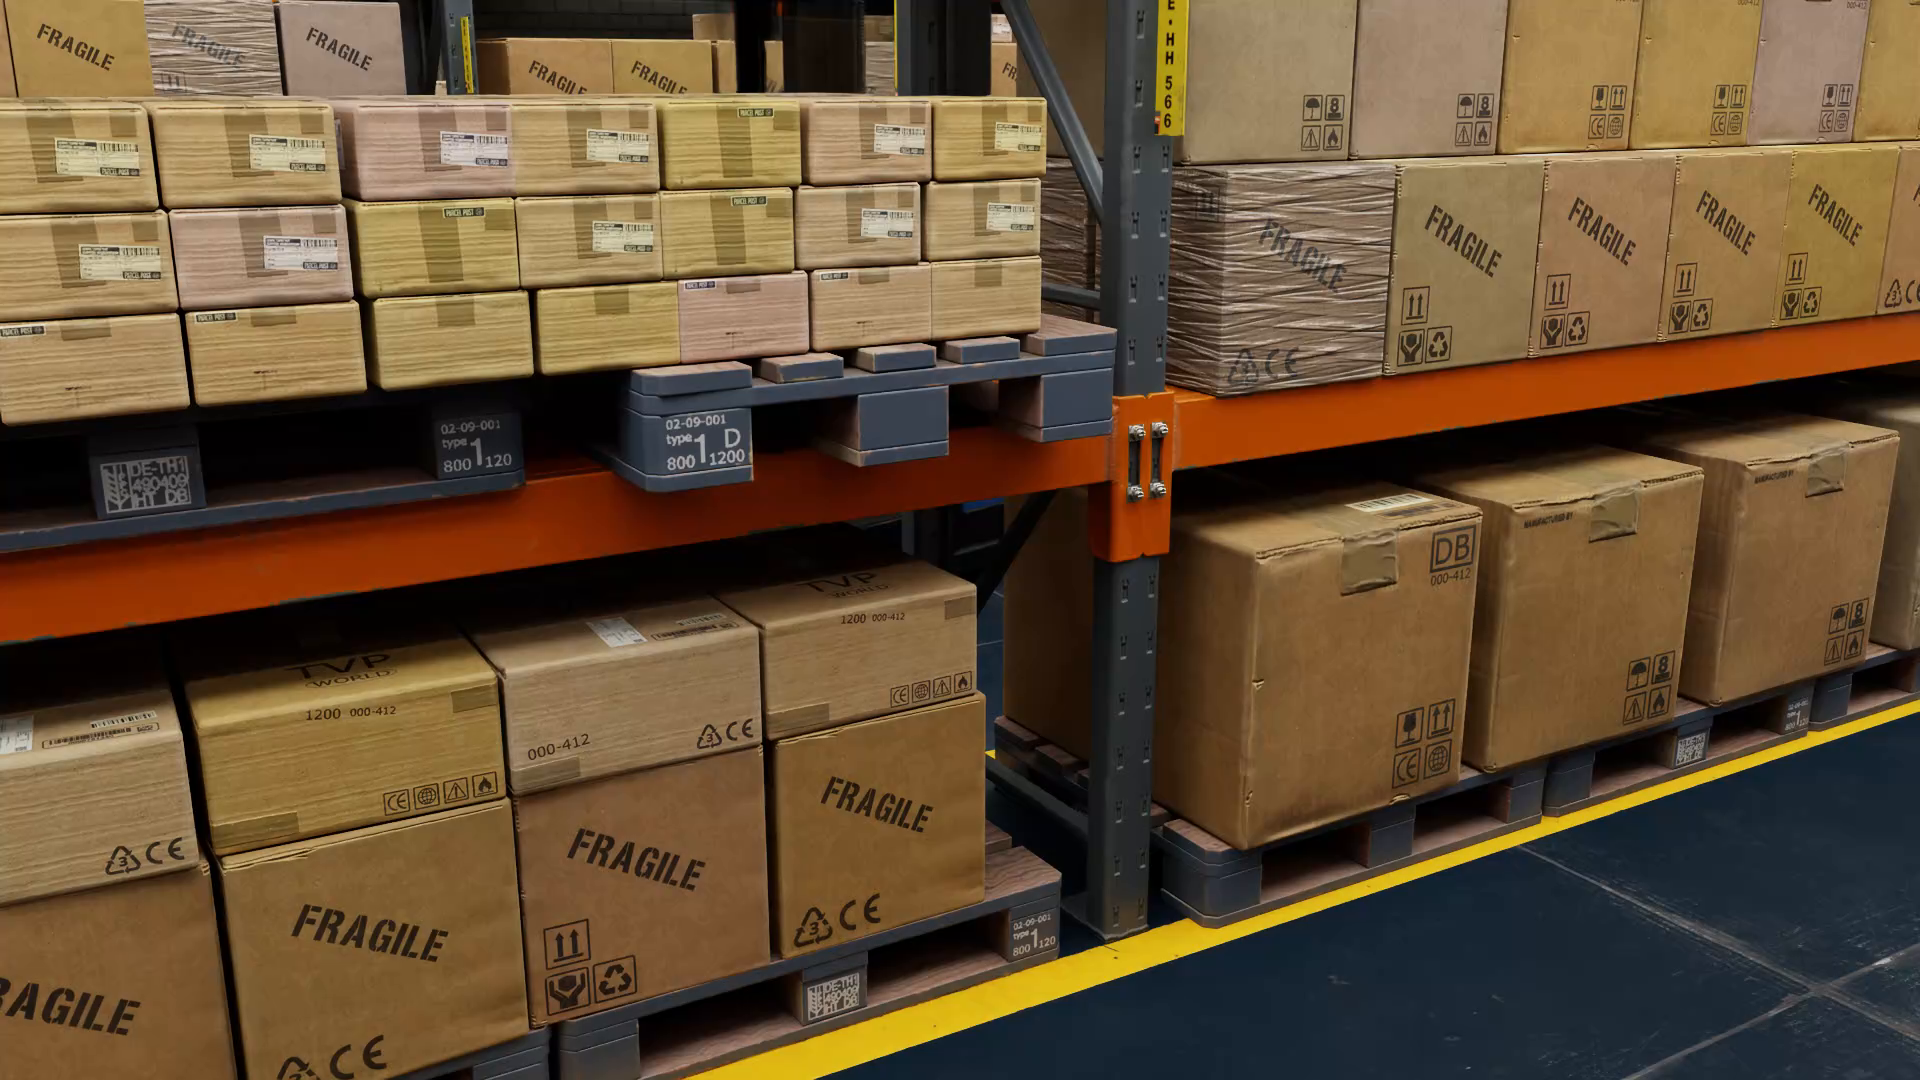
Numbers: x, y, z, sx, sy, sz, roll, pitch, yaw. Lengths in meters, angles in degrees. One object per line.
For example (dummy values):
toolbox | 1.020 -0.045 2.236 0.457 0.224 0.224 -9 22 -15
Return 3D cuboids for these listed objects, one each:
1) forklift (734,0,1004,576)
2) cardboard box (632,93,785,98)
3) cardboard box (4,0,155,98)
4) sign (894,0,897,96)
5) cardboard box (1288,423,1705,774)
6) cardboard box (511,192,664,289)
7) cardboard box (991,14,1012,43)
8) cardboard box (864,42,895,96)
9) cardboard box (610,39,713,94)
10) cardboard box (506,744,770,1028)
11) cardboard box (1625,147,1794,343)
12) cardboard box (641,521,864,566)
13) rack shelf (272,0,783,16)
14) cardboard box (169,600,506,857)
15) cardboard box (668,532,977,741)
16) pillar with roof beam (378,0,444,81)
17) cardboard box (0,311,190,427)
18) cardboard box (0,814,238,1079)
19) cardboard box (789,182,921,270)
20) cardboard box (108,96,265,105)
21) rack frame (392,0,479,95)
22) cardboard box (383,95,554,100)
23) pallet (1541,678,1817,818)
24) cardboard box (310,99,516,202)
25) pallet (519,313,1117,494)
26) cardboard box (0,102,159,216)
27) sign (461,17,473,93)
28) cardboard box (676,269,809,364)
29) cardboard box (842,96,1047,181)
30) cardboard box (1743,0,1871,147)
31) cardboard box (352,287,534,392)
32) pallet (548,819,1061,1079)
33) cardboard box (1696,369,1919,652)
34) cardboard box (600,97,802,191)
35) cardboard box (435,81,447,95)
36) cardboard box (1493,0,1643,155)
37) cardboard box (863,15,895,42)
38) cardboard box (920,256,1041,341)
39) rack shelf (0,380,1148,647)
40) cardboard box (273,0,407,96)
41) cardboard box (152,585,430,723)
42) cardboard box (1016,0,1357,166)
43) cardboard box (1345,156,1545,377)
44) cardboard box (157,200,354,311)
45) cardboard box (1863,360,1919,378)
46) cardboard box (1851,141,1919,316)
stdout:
forklift | -0.666 -1.236 6.389 1.130 2.935 3.031 15 22 43
cardboard box | -0.579 -0.913 3.696 0.250 0.149 0.380 -10 18 -31
cardboard box | -3.664 -1.991 6.917 0.500 0.500 0.500 -9 18 -30
sign | -0.143 -1.289 4.304 0.005 0.325 0.100 -9 18 -30
cardboard box | 1.461 0.092 4.915 0.750 0.750 1.050 -9 18 -29
cardboard box | -0.710 -0.544 2.930 0.250 0.149 0.380 -9 18 -30
cardboard box | 0.075 -2.781 9.057 0.250 0.149 0.380 -10 18 -31
cardboard box | -0.658 -2.354 8.736 0.500 0.500 0.500 -10 19 -32
cardboard box | -1.543 -2.211 8.226 0.500 0.500 0.500 -8 18 -27
cardboard box | -0.731 0.622 3.488 0.500 0.500 0.500 -8 18 -27
cardboard box | 1.964 -0.861 4.740 0.500 0.500 0.500 -9 18 -30
cardboard box | -0.570 0.077 4.042 0.500 0.250 0.500 -10 19 -32
rack shelf | -3.336 -4.258 12.819 4.000 0.370 1.077 -9 18 -30
cardboard box | -1.177 0.333 3.130 0.500 0.250 0.500 -9 18 -28
cardboard box | -0.306 0.193 3.628 0.500 0.250 0.500 -10 18 -31
pillar with roof beam | -2.180 -5.165 9.162 0.400 9.000 9.100 -9 18 -30
cardboard box | -1.375 -0.294 2.588 0.250 0.149 0.380 -10 19 -32
cardboard box | -1.619 0.763 2.983 0.500 0.500 0.500 -9 18 -29
cardboard box | -0.271 -0.616 3.187 0.250 0.149 0.380 -8 18 -28
cardboard box | -1.476 -0.768 3.179 0.250 0.149 0.380 -9 18 -28
rack frame | -2.490 -1.734 8.040 0.127 3.000 1.000 -9 18 -30
cardboard box | -1.019 -0.844 3.447 0.250 0.149 0.380 -10 19 -32
pallet | 1.905 0.479 5.310 1.213 0.211 1.003 -9 18 -30
cardboard box | -0.916 -0.656 2.777 0.250 0.149 0.380 -9 18 -30
pallet | -0.411 -0.387 3.589 1.003 0.211 1.213 -9 18 -30
cardboard box | -1.372 -0.581 2.512 0.250 0.149 0.380 -9 18 -28
sign | -2.202 -2.164 7.427 0.005 0.325 0.100 -9 18 -30
cardboard box | -0.475 -0.440 3.108 0.250 0.149 0.380 -9 18 -29
cardboard box | -0.039 -0.797 3.280 0.250 0.149 0.380 -10 19 -32
cardboard box | 2.278 -1.476 5.081 0.500 0.500 0.700 -9 18 -29
cardboard box | -0.920 -0.368 2.852 0.250 0.149 0.380 -10 19 -32
pallet | -0.525 0.848 3.994 1.213 0.211 1.003 -9 18 -30
cardboard box | 3.088 -0.171 5.853 0.750 0.750 1.050 -9 18 -30
cardboard box | -0.480 -0.726 3.027 0.250 0.149 0.380 -9 18 -28
cardboard box | -3.972 -3.337 12.371 0.250 0.149 0.380 -9 18 -29
cardboard box | 1.407 -1.335 4.578 0.500 0.500 0.700 -10 18 -31
cardboard box | -0.525 -2.838 9.260 0.250 0.149 0.380 -8 18 -27
cardboard box | -0.041 -0.509 3.357 0.250 0.149 0.380 -9 18 -29
rack shelf | -1.569 0.021 3.109 4.000 0.370 1.077 -9 18 -30
cardboard box | -2.799 -2.132 7.419 0.500 0.500 0.500 -10 18 -31
cardboard box | -1.436 0.213 3.555 0.500 0.250 0.500 -9 18 -29
cardboard box | 0.535 -1.193 4.070 0.500 0.500 0.700 -9 18 -30
cardboard box | 1.104 -0.723 4.245 0.500 0.500 0.500 -9 18 -30
cardboard box | -1.148 -0.474 2.679 0.250 0.149 0.380 -9 18 -28
cardboard box | 4.149 -0.410 6.472 0.875 0.875 0.875 -9 18 -29
cardboard box | 2.831 -1.003 5.244 0.500 0.500 0.500 -9 18 -30
